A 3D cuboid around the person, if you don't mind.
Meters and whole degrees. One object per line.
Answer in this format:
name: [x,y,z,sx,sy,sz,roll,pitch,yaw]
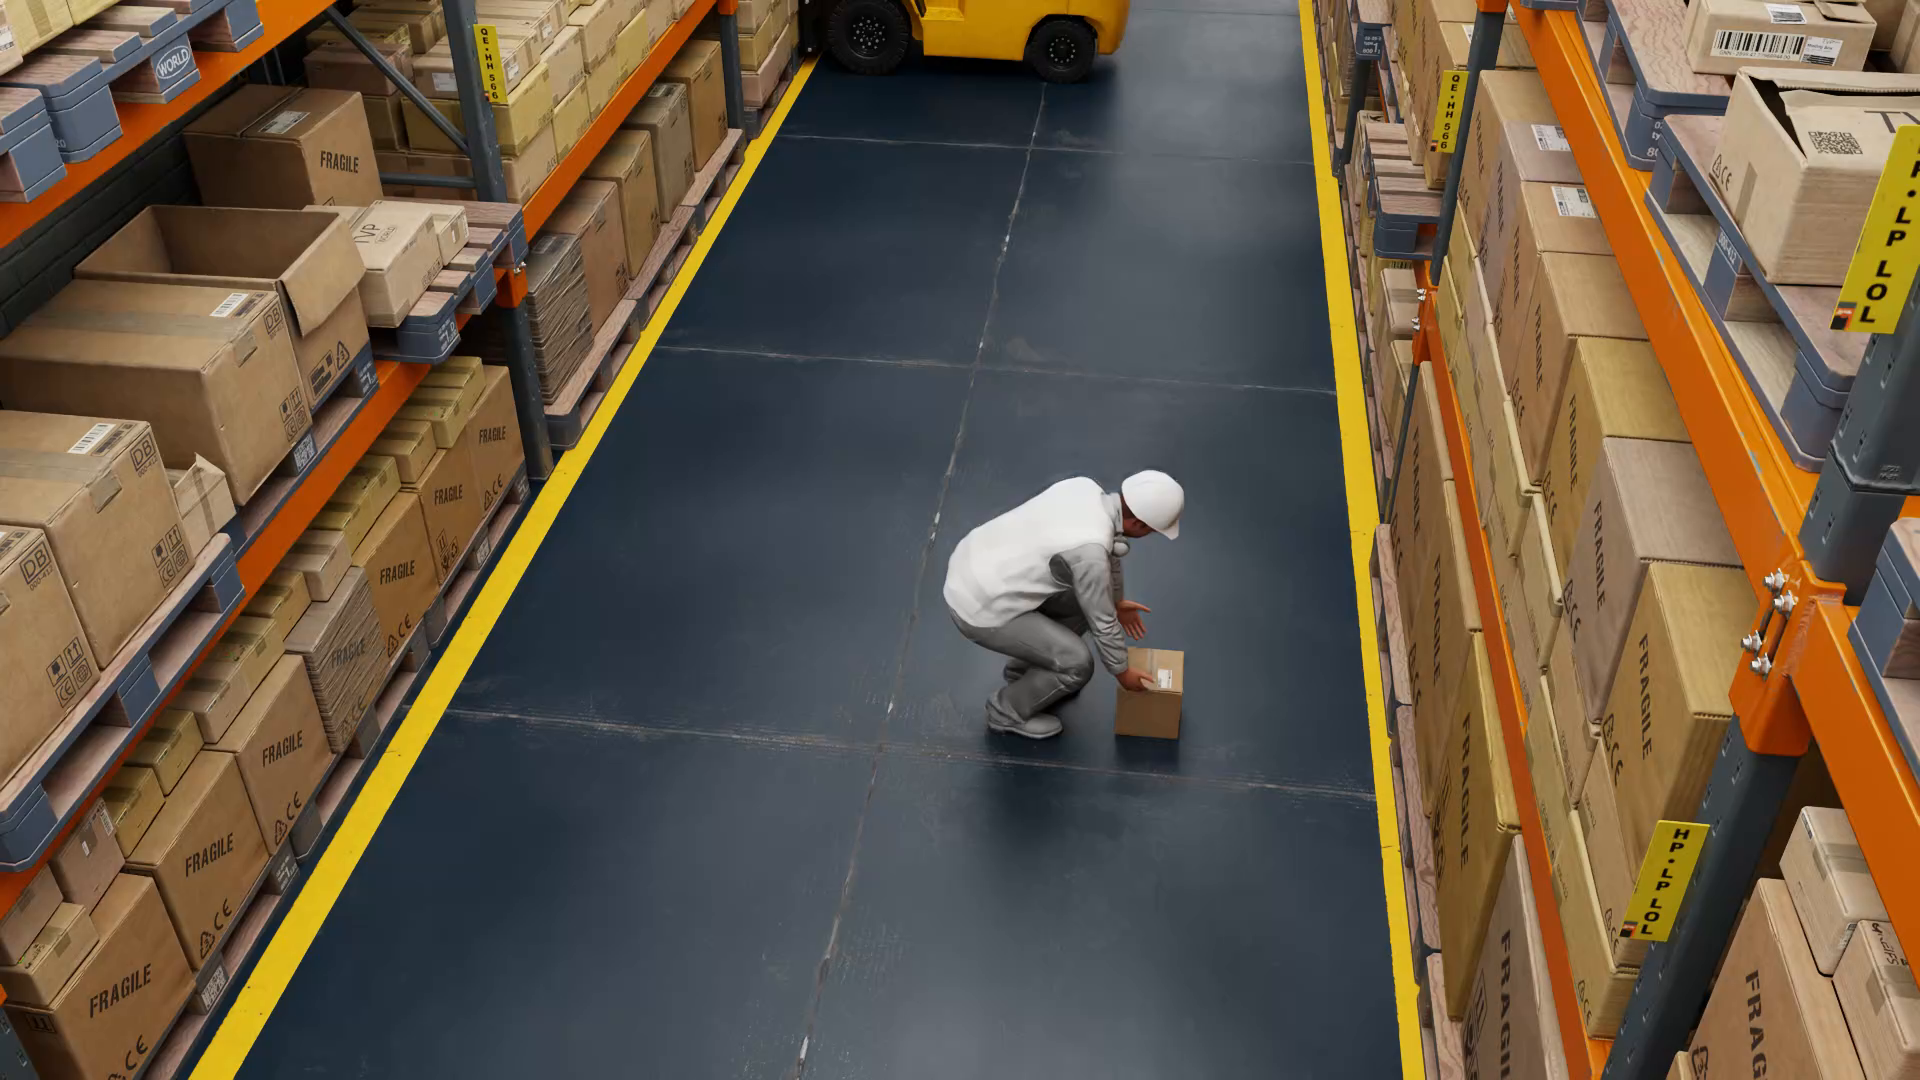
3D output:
person: [0.387,0.202,6.400,0.876,1.126,0.558,4,36,6]
